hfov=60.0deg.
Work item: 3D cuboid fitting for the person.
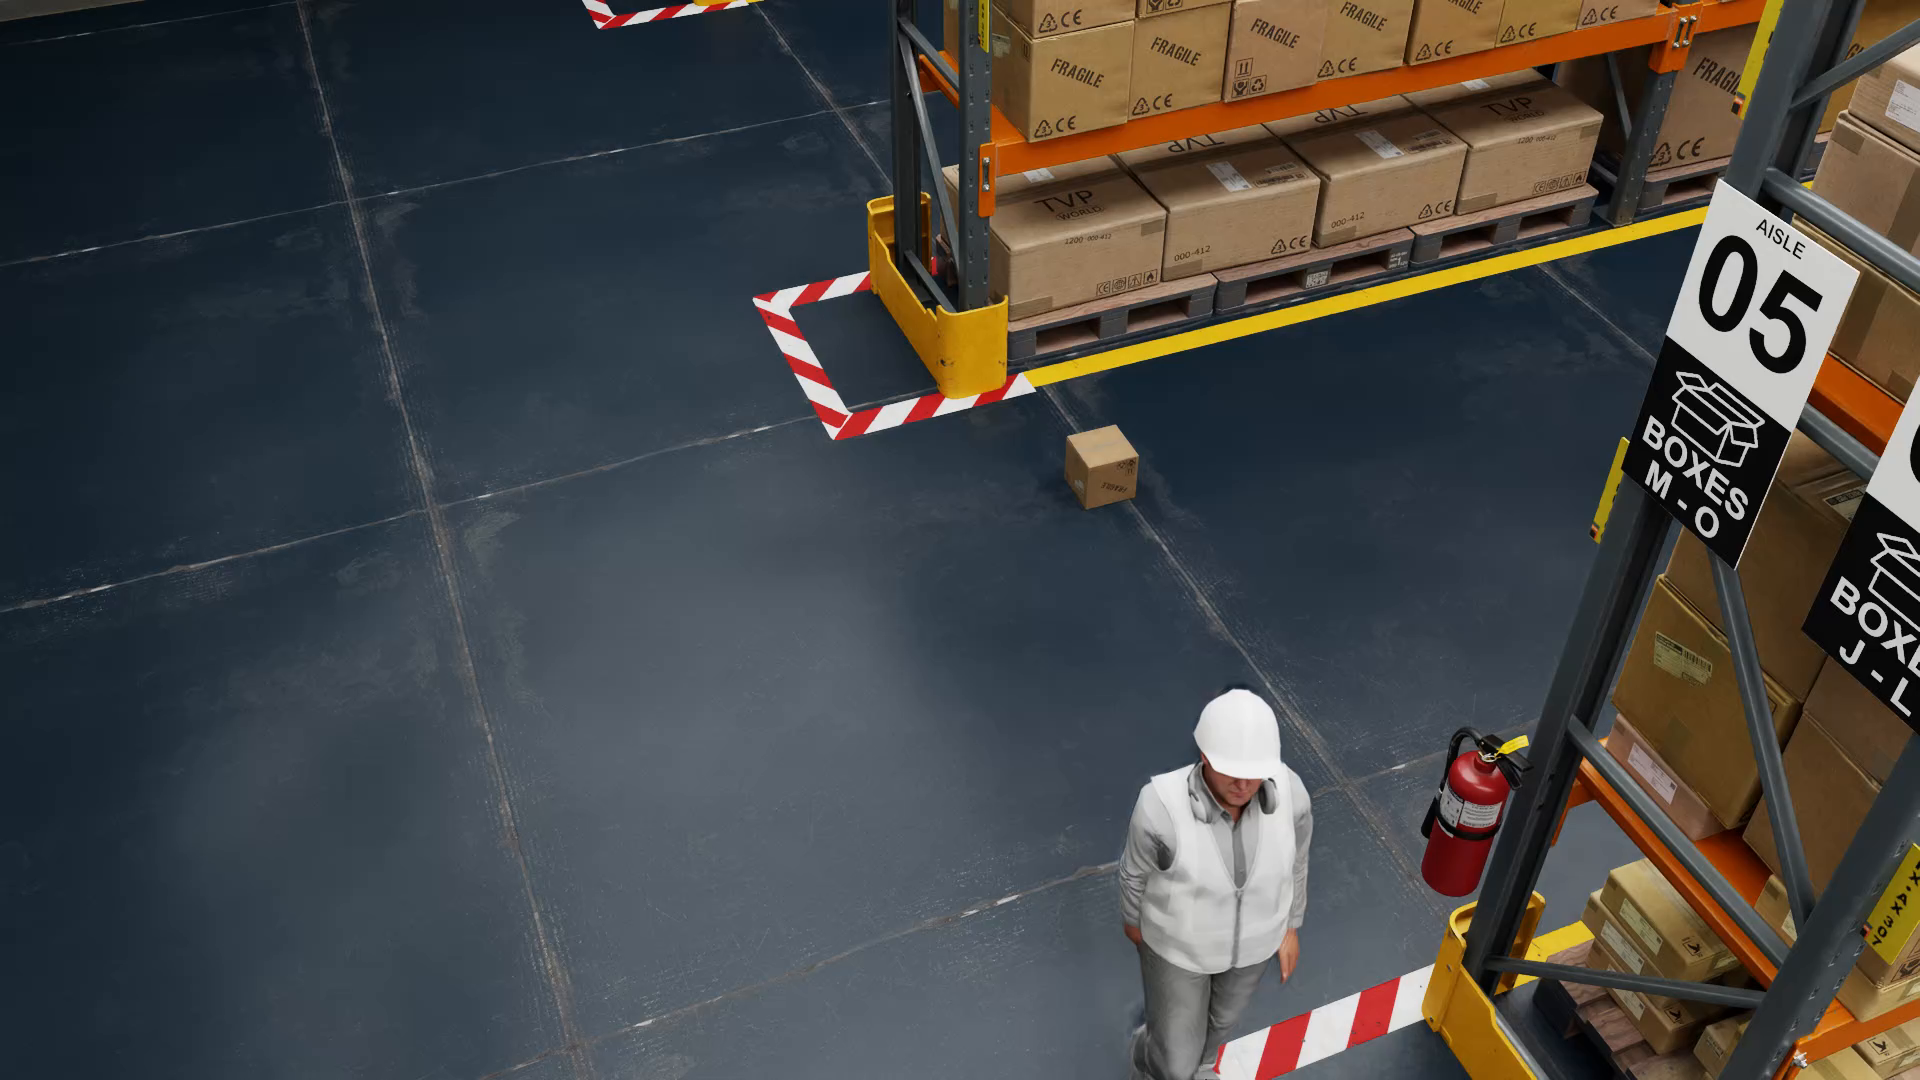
[{"bbox_3d":[0.740,1.160,4.811,0.536,1.797,0.454,-9,42,-10],"label":"person"}]
